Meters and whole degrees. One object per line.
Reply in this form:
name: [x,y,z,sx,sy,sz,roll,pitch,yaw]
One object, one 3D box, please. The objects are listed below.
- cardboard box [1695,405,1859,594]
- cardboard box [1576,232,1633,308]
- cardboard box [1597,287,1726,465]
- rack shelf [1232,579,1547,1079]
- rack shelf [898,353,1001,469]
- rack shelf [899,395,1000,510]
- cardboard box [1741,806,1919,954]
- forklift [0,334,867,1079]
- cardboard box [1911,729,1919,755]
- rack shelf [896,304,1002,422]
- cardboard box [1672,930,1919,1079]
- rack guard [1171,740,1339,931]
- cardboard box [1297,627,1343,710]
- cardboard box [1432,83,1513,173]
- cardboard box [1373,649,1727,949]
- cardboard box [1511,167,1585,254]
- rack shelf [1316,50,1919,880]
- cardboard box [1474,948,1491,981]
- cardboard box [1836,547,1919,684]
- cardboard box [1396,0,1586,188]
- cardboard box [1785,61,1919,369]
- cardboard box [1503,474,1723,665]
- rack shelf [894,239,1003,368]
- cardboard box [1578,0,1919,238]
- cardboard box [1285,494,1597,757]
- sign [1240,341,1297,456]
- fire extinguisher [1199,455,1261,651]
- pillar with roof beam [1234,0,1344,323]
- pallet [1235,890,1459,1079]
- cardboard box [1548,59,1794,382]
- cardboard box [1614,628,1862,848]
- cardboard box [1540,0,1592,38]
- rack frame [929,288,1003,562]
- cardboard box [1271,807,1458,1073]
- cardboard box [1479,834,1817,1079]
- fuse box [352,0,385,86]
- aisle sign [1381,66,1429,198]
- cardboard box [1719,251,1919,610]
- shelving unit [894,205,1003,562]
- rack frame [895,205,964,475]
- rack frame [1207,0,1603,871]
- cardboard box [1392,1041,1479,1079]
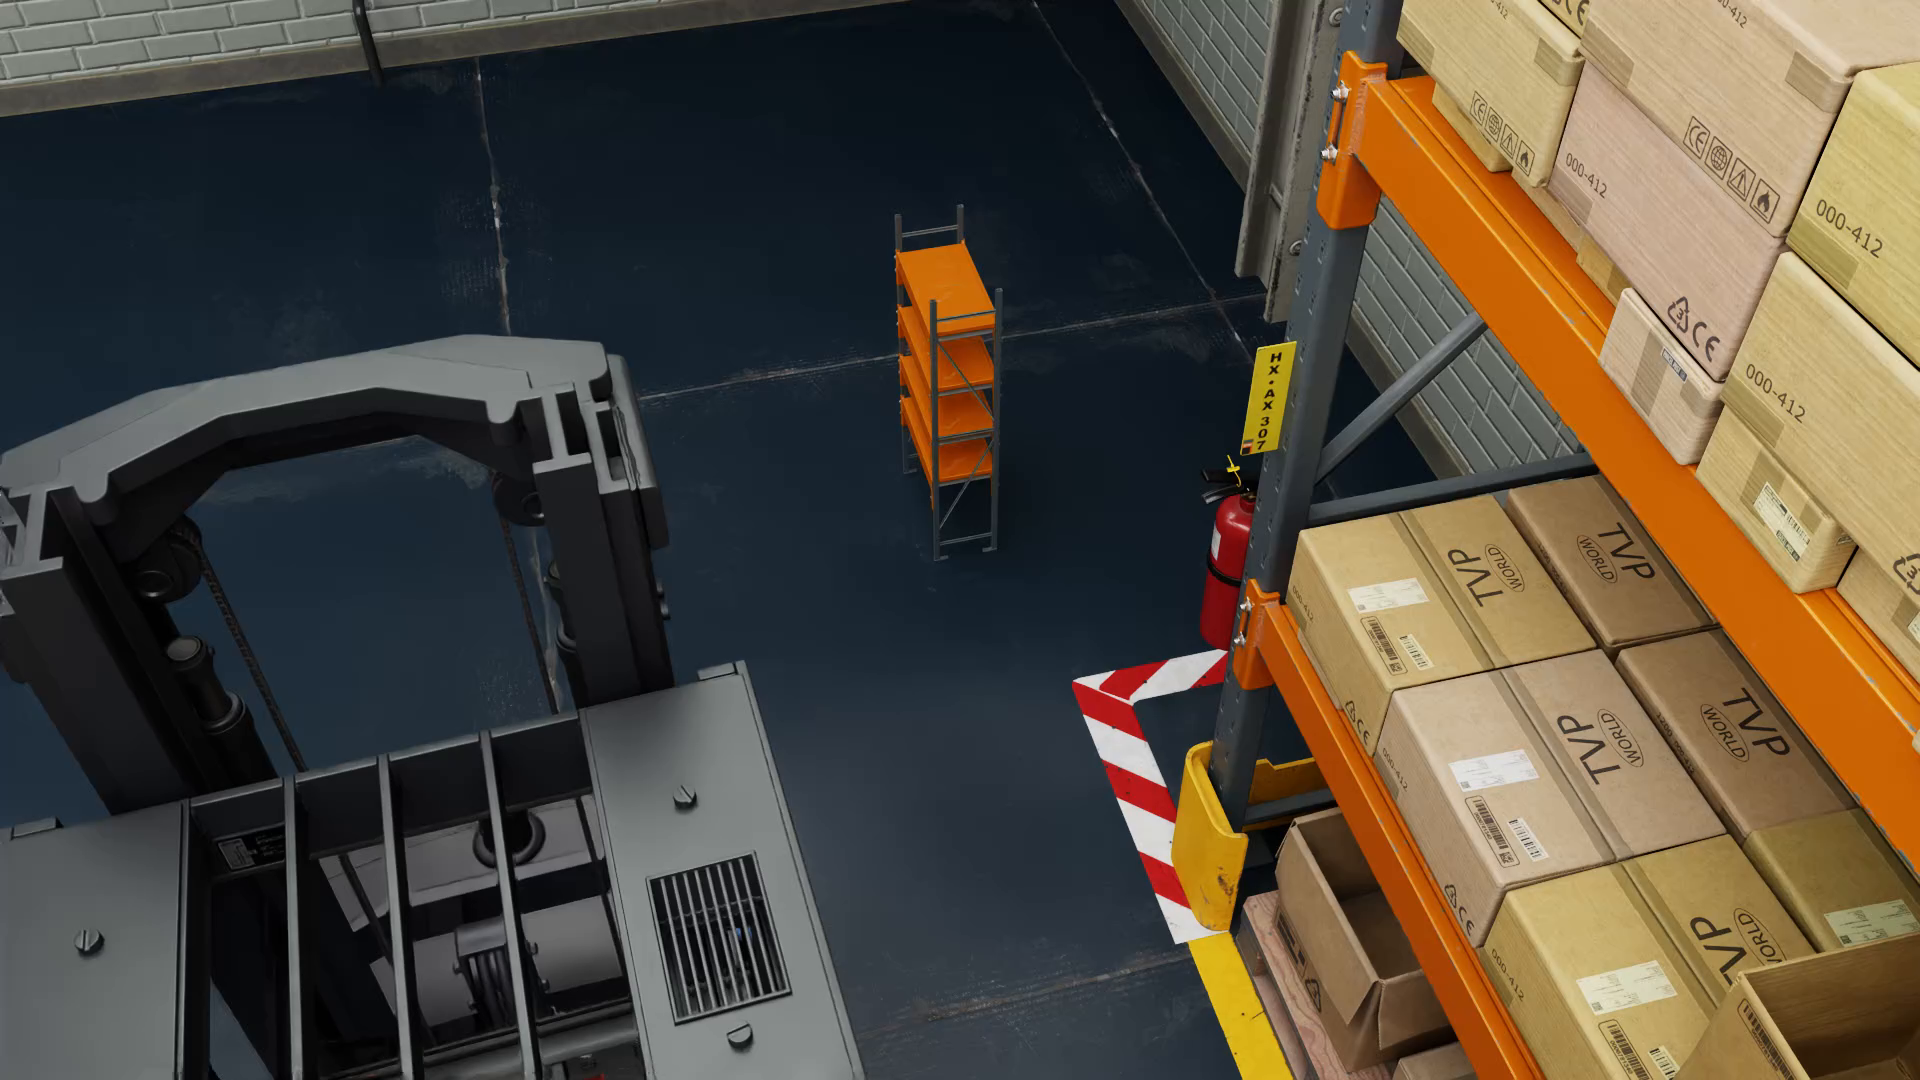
cardboard box: [1.279,-0.094,2.318,0.380,0.149,0.250,-11,47,-10]
cardboard box: [1.241,-0.465,2.681,0.380,0.149,0.250,-11,47,-10]
cardboard box: [1.205,-0.274,2.494,0.380,0.149,0.250,-10,46,-9]
rack shelf: [1.755,1.511,3.173,1.077,0.370,4.000,-11,47,-10]
rack shelf: [-0.042,-0.487,5.982,0.258,0.148,0.480,-11,47,-10]
rack shelf: [-0.042,-0.348,6.123,0.258,0.148,0.480,-11,47,-10]
cardboard box: [1.870,0.795,3.268,0.500,0.250,0.500,-9,46,-9]
forklift: [-0.759,1.225,2.997,1.130,2.935,3.031,-12,47,-12]
cardboard box: [1.398,0.255,1.976,0.380,0.149,0.250,-11,47,-10]
rack shelf: [-0.042,-0.644,5.822,0.258,0.148,0.480,-11,47,-10]
cardboard box: [1.483,0.962,2.579,0.500,0.500,0.500,-10,46,-9]
rack guard: [1.262,0.806,5.111,1.175,0.500,0.348,-11,47,-10]
cardboard box: [1.061,0.243,4.087,0.380,0.149,0.250,-11,47,-11]
cardboard box: [1.099,-0.821,3.030,0.380,0.149,0.250,-10,46,-9]
cardboard box: [1.228,0.537,3.520,0.500,0.250,0.500,-10,46,-10]
cardboard box: [1.192,-0.645,2.858,0.380,0.149,0.250,-10,46,-10]
rack shelf: [1.755,0.461,2.102,1.077,0.370,4.000,-11,47,-10]
cardboard box: [1.278,0.771,3.570,0.380,0.149,0.250,-9,46,-9]
cardboard box: [1.402,0.065,2.162,0.380,0.149,0.250,-11,47,-11]
cardboard box: [1.092,-0.867,2.796,0.500,0.250,0.500,-11,47,-11]
cardboard box: [1.367,-0.347,1.936,0.500,0.250,0.500,-11,47,-11]
cardboard box: [1.617,0.096,3.953,0.500,0.250,0.500,-9,46,-9]
rack shelf: [-0.042,-0.809,5.653,0.258,0.148,0.480,-11,47,-10]
cardboard box: [1.225,-0.691,2.274,0.500,0.250,0.500,-11,47,-11]
cardboard box: [1.098,0.189,3.861,0.500,0.250,0.500,-10,47,-10]
sign: [0.718,-0.326,3.863,0.100,0.325,0.005,-11,47,-10]
fire extinguisher: [0.758,0.019,4.447,0.296,0.674,0.183,-11,47,-10]
pillar with roof beam: [-2.738,-3.461,3.341,9.100,9.000,0.400,-11,47,-10]
pallet: [1.467,1.457,4.675,1.003,0.211,1.213,-11,47,-10]
cardboard box: [1.242,-0.520,2.456,0.500,0.250,0.500,-10,46,-10]
cardboard box: [1.748,0.452,3.604,0.500,0.250,0.500,-11,47,-10]
cardboard box: [1.113,-1.046,2.621,0.500,0.250,0.500,-11,47,-11]
rack frame: [0.020,-0.366,5.768,0.240,1.200,0.015,-11,47,-10]
cardboard box: [1.308,1.045,4.580,0.797,0.503,0.637,-12,47,-12]
cardboard box: [1.361,0.886,3.178,0.500,0.250,0.500,-12,47,-11]
fuse box: [-2.953,-2.933,7.926,0.539,1.711,0.414,-11,47,-10]
aisle sign: [0.941,-1.025,3.334,0.394,0.787,0.004,-11,47,-10]
cardboard box: [1.361,-0.164,2.107,0.500,0.250,0.500,-12,47,-12]
shelving unit: [-0.042,-0.534,5.933,0.258,1.200,0.503,-11,47,-10]
rack frame: [-0.105,-0.703,6.099,0.240,1.200,0.015,-11,47,-10]
rack frame: [1.243,-0.122,4.269,1.000,3.000,0.127,-11,47,-10]
cardboard box: [1.379,1.469,4.412,0.380,0.149,0.250,-12,47,-12]
